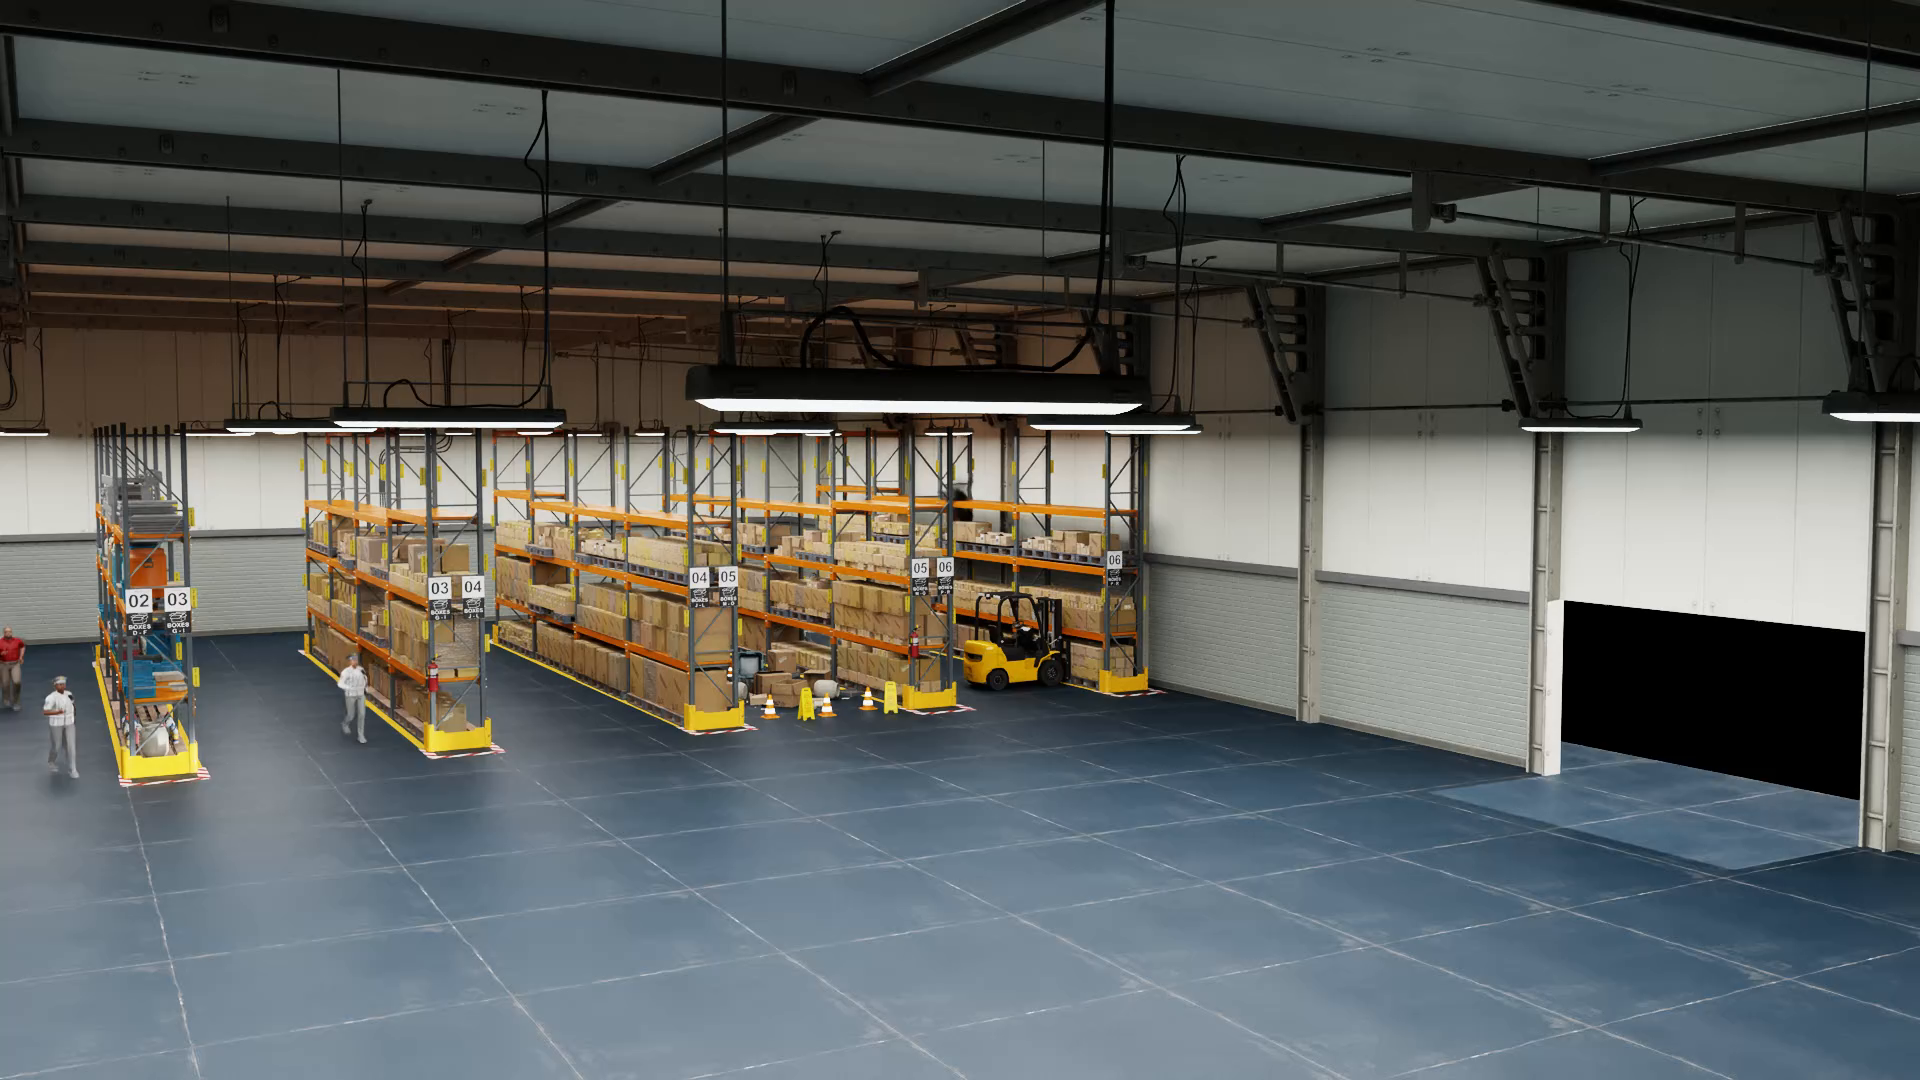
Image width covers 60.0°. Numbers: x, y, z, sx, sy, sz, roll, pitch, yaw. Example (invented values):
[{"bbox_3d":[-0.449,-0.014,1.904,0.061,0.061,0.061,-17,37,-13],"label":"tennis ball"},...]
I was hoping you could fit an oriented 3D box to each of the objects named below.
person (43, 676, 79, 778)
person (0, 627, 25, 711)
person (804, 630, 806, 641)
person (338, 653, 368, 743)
[{"bbox_3d":[-15.201,3.142,28.151,0.898,1.694,0.582,3,5,41],"label":"person"},{"bbox_3d":[-20.149,2.734,35.253,0.640,1.791,0.755,-2,4,-34],"label":"person"},{"bbox_3d":[-4.349,2.074,45.967,0.682,1.749,0.687,-2,4,-26],"label":"person"},{"bbox_3d":[-11.470,2.967,31.513,0.618,1.693,0.896,-3,5,-41],"label":"person"}]
